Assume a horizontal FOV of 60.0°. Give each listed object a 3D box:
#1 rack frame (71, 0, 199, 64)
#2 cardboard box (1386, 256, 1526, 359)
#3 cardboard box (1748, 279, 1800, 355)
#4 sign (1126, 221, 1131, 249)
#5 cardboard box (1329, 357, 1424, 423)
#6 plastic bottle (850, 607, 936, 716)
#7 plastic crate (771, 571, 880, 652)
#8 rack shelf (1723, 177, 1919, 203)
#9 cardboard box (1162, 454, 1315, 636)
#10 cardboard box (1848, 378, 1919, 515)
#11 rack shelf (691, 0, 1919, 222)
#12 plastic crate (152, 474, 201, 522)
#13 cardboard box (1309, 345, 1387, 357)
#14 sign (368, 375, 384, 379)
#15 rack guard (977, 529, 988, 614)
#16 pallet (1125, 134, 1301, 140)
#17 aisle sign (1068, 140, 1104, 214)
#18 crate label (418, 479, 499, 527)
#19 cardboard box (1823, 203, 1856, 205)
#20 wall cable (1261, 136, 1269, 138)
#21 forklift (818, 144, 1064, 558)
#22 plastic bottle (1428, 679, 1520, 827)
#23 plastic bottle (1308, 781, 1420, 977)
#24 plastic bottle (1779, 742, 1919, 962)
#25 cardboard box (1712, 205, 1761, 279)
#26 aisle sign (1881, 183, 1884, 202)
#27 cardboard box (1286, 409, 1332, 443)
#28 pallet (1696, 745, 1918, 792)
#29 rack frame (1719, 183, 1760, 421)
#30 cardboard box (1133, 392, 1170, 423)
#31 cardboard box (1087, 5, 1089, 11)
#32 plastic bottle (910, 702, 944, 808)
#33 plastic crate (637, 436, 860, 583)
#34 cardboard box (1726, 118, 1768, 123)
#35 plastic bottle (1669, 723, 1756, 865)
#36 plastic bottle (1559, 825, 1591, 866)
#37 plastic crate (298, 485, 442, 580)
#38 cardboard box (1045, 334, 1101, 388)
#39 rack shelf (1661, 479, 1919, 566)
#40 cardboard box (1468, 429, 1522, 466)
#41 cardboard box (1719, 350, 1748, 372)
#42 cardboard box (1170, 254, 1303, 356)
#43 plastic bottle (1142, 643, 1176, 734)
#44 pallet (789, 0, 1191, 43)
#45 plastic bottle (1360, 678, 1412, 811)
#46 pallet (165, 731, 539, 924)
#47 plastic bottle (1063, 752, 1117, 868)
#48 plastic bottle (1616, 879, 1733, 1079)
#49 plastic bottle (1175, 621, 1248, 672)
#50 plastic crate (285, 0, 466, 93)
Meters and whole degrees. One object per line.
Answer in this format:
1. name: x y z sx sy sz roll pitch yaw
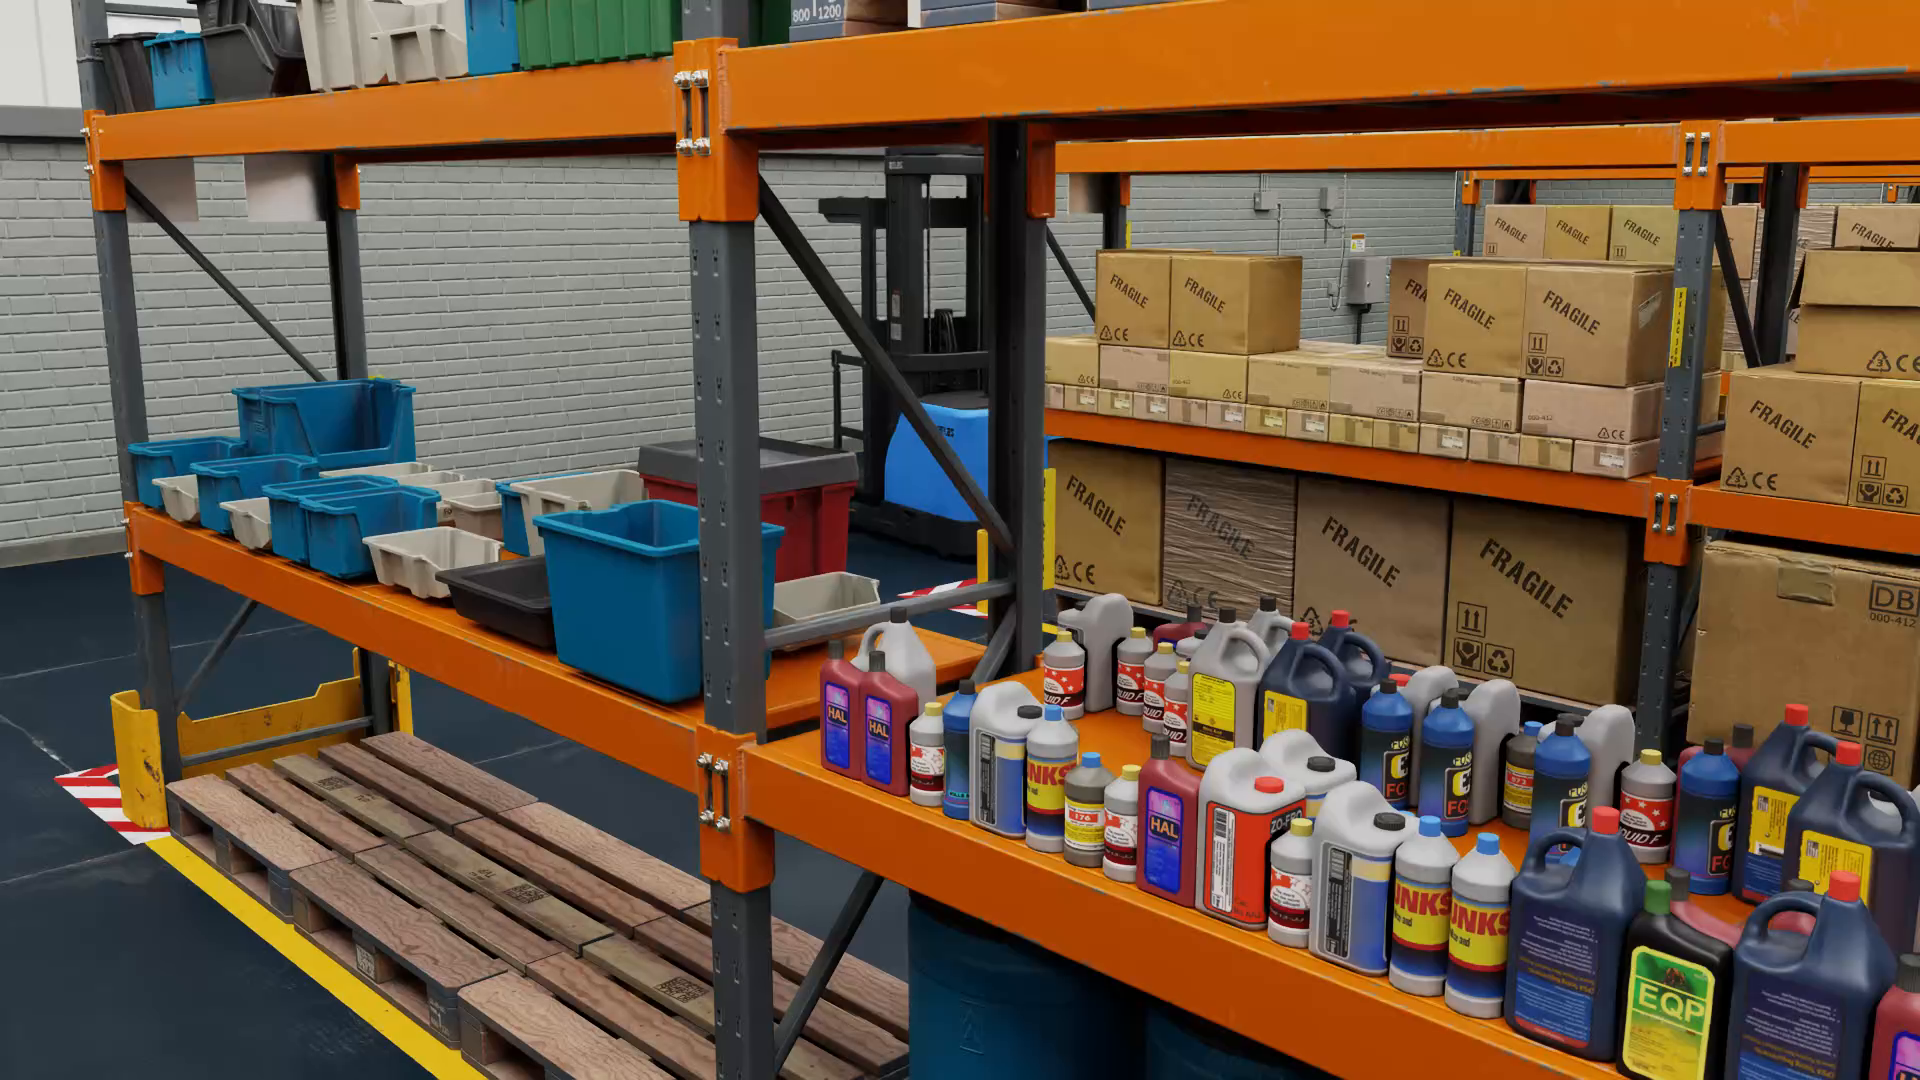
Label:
1. rack frame: -2.945 -3.335 6.297 1.000 3.000 0.127 -11 16 -43
2. cardboard box: 2.556 -1.196 8.561 0.500 0.500 0.500 11 16 43
3. cardboard box: 5.818 -1.554 11.536 0.500 0.500 0.500 -11 16 -43
4. sign: 1.039 -1.843 10.469 0.100 0.325 0.005 -11 16 -43
5. cardboard box: 2.193 -0.753 8.266 0.500 0.250 0.500 -10 16 -41
6. plastic bottle: -0.147 0.314 3.577 0.144 0.351 0.185 -11 16 -43
7. plastic crate: -0.401 0.199 4.516 0.396 0.136 0.243 -11 16 -43
8. rack shelf: 9.185 -3.293 15.309 1.077 0.370 4.000 -11 16 -43
9. cardboard box: 1.765 -0.037 9.381 0.875 0.875 0.875 -11 16 -43
10. cardboard box: 3.884 -0.377 6.559 0.500 0.500 0.500 -11 16 -42
11. rack shelf: 1.198 -0.638 2.423 1.077 0.370 4.000 -11 16 -43
12. plastic crate: -2.851 -0.157 6.243 0.250 0.136 0.298 -11 16 -43
13. cardboard box: 2.228 -0.901 8.988 0.500 0.250 0.500 -11 16 -42
14. sign: -2.559 -0.556 7.270 0.100 0.325 0.005 -11 16 -43
15. rack guard: 0.620 0.134 10.522 1.175 0.500 0.348 -11 16 -43
16. pallet: 1.157 -2.406 9.441 1.003 0.211 1.213 -11 16 -43
17. aisle sign: 0.804 -2.412 10.244 0.394 0.787 0.004 -11 16 -43
18. crate label: -1.852 -0.121 6.072 0.396 0.136 0.243 -11 16 -43
19. cardboard box: 8.373 -3.116 15.767 0.250 0.149 0.380 11 16 43
20. wall cable: 3.672 -6.197 20.189 0.463 3.000 0.029 -11 16 -43
21. forklift: -0.385 -1.561 12.727 1.130 2.935 3.031 -8 14 -33
22. plastic bottle: 1.016 0.407 3.310 0.152 0.276 0.135 -11 16 -43
23. plastic bottle: 0.661 0.538 2.676 0.152 0.276 0.135 -11 16 -43
24. plastic bottle: 1.432 0.501 2.666 0.144 0.351 0.185 -11 16 -43
25. cardboard box: 5.463 -2.119 11.802 0.500 0.500 0.500 11 16 43
26. aisle sign: 11.132 -4.402 19.903 0.394 0.787 0.004 -11 16 -43
27. cardboard box: 1.889 -0.604 8.530 0.380 0.149 0.250 -11 16 -42
28. pallet: 3.987 0.965 7.205 1.003 0.211 1.213 -11 16 -43
29. rack frame: 7.804 -2.468 16.956 1.000 3.000 0.127 -11 16 -43
30. cardboard box: 1.180 -0.753 9.258 0.380 0.149 0.250 -11 16 -43
31. cardboard box: 1.035 -2.791 9.556 0.500 0.500 0.700 11 16 42
32. plastic bottle: -0.053 0.431 3.377 0.097 0.201 0.097 0 12 0
33. plastic crate: -0.618 -0.039 4.859 0.402 0.464 0.583 -11 16 -43
34. cardboard box: 5.493 -2.830 11.653 0.500 0.250 0.500 -11 16 -43
35. plastic bottle: 1.369 0.465 3.012 0.061 0.283 0.133 -11 16 -43
36. plastic bottle: 0.960 0.569 2.535 0.097 0.271 0.097 0 12 0
37. plastic crate: -1.897 -0.026 5.371 0.416 0.233 0.300 -11 16 -43
38. cardboard box: 0.773 -1.051 9.715 0.500 0.250 0.500 11 16 44
39. rack shelf: 4.780 0.141 6.075 1.077 0.370 4.000 -11 16 -43
40. cardboard box: 2.597 -0.454 7.803 0.380 0.149 0.250 -11 16 -44
41. cardboard box: 5.558 -1.284 11.831 0.380 0.149 0.250 -10 16 -41
42. cardboard box: 1.480 -1.271 8.923 0.500 0.500 0.500 11 16 44
43. plastic bottle: 0.471 0.338 3.830 0.097 0.201 0.097 0 12 0
44. pallet: 0.429 -1.089 3.297 1.213 0.211 1.003 -11 16 -43
45. plastic bottle: 0.846 0.410 3.308 0.097 0.271 0.097 0 12 0
46. pallet: -2.404 1.095 6.574 1.003 0.211 1.213 -11 16 -43
47. plastic bottle: 0.241 0.493 3.075 0.097 0.201 0.097 0 12 0
48. plastic bottle: 0.982 0.615 2.281 0.061 0.283 0.133 -11 16 -43
49. plastic bottle: 0.575 0.314 3.763 0.152 0.276 0.135 -11 16 -43
50. plastic crate: -1.638 -1.441 4.833 0.437 0.282 0.530 -11 16 -43
